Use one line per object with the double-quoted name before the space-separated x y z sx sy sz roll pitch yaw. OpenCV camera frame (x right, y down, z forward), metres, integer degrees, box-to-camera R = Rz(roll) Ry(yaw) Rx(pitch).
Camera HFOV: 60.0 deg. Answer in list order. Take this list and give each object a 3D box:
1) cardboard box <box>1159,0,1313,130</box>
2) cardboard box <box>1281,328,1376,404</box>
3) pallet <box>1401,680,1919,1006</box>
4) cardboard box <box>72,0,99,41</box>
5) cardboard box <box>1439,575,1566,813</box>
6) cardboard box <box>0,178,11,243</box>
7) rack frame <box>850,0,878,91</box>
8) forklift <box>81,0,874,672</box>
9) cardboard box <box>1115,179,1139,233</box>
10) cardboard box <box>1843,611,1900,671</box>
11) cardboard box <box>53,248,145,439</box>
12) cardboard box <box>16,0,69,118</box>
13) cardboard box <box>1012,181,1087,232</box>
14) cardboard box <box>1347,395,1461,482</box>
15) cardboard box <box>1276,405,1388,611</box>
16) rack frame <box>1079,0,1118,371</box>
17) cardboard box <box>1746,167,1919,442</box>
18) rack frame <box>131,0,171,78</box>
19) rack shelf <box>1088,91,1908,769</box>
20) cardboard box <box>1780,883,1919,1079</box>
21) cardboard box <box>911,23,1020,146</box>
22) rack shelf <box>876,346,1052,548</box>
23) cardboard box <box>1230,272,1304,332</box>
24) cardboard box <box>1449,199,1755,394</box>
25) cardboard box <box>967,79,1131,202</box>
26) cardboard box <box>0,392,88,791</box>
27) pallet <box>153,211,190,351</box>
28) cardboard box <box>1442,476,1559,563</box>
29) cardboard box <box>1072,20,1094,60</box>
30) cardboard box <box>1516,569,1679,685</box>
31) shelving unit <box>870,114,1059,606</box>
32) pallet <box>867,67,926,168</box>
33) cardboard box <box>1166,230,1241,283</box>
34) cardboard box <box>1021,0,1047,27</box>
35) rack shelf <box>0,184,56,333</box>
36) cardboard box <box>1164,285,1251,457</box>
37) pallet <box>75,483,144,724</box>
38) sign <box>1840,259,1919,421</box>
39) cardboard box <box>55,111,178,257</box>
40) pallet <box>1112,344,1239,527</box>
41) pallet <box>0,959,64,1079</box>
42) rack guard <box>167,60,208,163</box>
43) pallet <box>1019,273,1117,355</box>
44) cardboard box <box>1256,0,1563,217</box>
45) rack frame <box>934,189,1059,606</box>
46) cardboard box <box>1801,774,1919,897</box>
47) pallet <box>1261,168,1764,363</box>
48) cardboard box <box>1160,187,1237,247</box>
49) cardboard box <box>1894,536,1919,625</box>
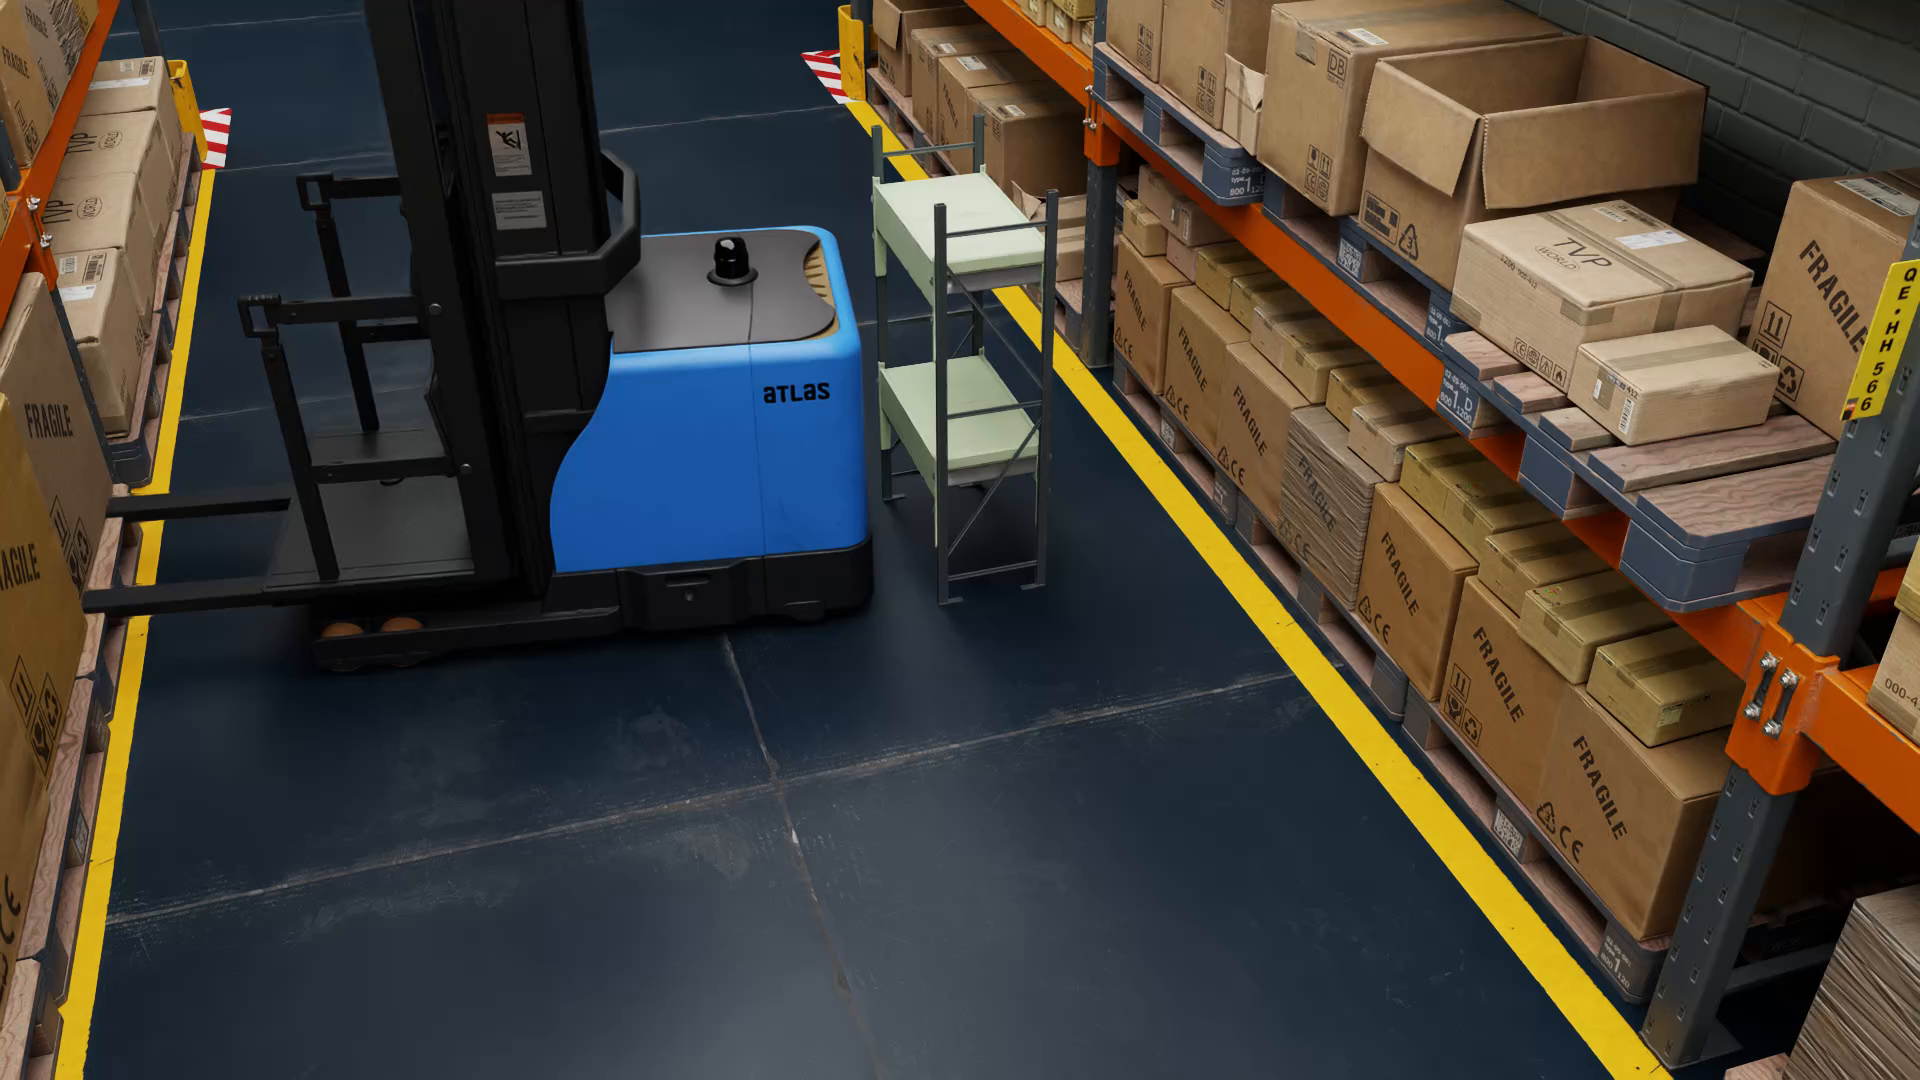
"cardboard box" 1.123 -1.772 5.739 0.700 0.500 0.500 -10 35 -14
"cardboard box" 1.344 -0.614 5.756 0.380 0.149 0.250 -9 34 -13
"pallet" 2.058 0.746 4.929 1.003 0.211 1.213 -10 35 -15
"cardboard box" -4.042 -2.412 7.088 0.500 0.500 0.500 -9 35 -13
"cardboard box" 1.774 0.399 4.812 0.500 0.500 0.500 -11 35 -15
"cardboard box" -3.319 -1.026 5.218 0.500 0.250 0.500 -11 35 -16
"rack frame" -0.190 -4.219 9.914 1.000 3.000 0.127 -10 35 -15
"forklift" -1.866 -1.093 5.245 3.031 2.935 1.130 -5 34 -7
"cardboard box" 1.054 -1.559 7.946 0.500 0.311 0.500 -9 34 -13
"cardboard box" 2.388 0.252 4.446 0.380 0.149 0.250 -8 34 -12
"cardboard box" -3.785 -0.736 6.586 0.875 0.438 0.875 -11 35 -15
"cardboard box" -3.739 -1.879 6.282 0.500 0.500 0.500 -10 35 -14
"cardboard box" 0.471 -1.584 8.025 0.396 0.266 0.258 -9 34 -13
"cardboard box" 1.481 -0.339 5.340 0.380 0.149 0.250 -12 35 -17
"cardboard box" 1.435 -0.145 5.635 0.500 0.500 0.500 -11 35 -16
"rack frame" 1.030 -2.119 6.735 1.000 3.000 0.127 -10 35 -15
"cardboard box" 2.242 -0.532 3.863 0.500 0.500 0.500 -8 34 -12
"rack frame" -4.916 -3.382 8.648 1.000 3.000 0.127 -10 35 -15
"rack shelf" 1.640 -0.769 5.345 1.077 0.370 4.000 -10 35 -15
"cardboard box" 2.427 1.127 3.597 0.875 0.625 0.625 -9 34 -13
"cardboard box" 0.130 -2.559 9.288 0.700 0.500 0.500 -9 34 -13
"rack shelf" 0.002 -0.350 6.011 0.431 0.370 0.720 -10 35 -15
"cardboard box" 1.230 -0.882 6.162 0.380 0.149 0.250 -11 35 -16
"cardboard box" 1.620 -0.631 4.239 0.500 0.250 0.500 -12 35 -17
"cardboard box" 0.447 -2.014 8.463 0.700 0.500 0.500 -11 35 -17
"cardboard box" -3.148 0.214 4.751 0.875 0.875 0.875 -9 35 -13
"pallet" -4.229 -1.173 7.833 1.003 0.211 1.213 -10 35 -15
"cardboard box" 1.670 -0.068 4.931 0.380 0.149 0.250 -9 35 -13
"cardboard box" 0.692 -2.139 6.994 0.380 0.149 0.250 -10 35 -14
"cardboard box" 1.746 0.224 4.489 0.380 0.149 0.250 -12 35 -17
"shelving unit" 0.002 -0.622 5.831 0.431 1.500 0.755 -10 35 -15
"pallet" 0.077 -2.597 9.989 1.003 0.211 1.213 -10 35 -15
"cardboard box" 1.044 -1.156 6.577 0.380 0.149 0.250 -11 35 -16
"cardboard box" 0.490 -2.404 7.396 0.380 0.149 0.250 -9 35 -13
"rack shelf" -3.086 0.068 4.079 1.077 0.370 4.000 -10 35 -15
"cardboard box" 1.135 -0.681 6.447 0.500 0.500 0.500 -10 35 -15
"pallet" -3.389 0.274 5.644 1.003 0.211 1.213 -10 35 -15
"sign" 1.736 -0.372 3.114 0.100 0.325 0.005 -10 35 -15
"cardboard box" -4.332 -1.680 8.014 0.875 0.438 0.875 -9 35 -13
"pallet" 1.314 -0.535 6.868 1.003 0.211 1.213 -10 35 -15
"pallet" -2.645 1.555 3.705 1.003 0.211 1.213 -10 35 -15
"rack guard" -4.923 -2.352 9.356 1.175 0.500 0.348 -10 35 -15
"pallet" 0.821 -1.316 8.050 1.003 0.211 1.213 -10 35 -15
"cardboard box" 1.362 -1.360 5.116 0.700 0.500 0.500 -10 35 -15
"rack frame" 0.114 -0.430 5.540 0.400 1.500 0.023 -10 35 -15
"cardboard box" 2.389 0.581 4.537 0.500 0.500 0.500 -9 34 -13
"pallet" 1.653 -0.959 5.154 1.003 0.211 1.213 -10 35 -15
"cardboard box" 1.011 -1.284 6.501 0.380 0.149 0.250 -12 35 -17
"cardboard box" 2.129 0.114 3.040 0.500 0.250 0.500 -10 35 -15
